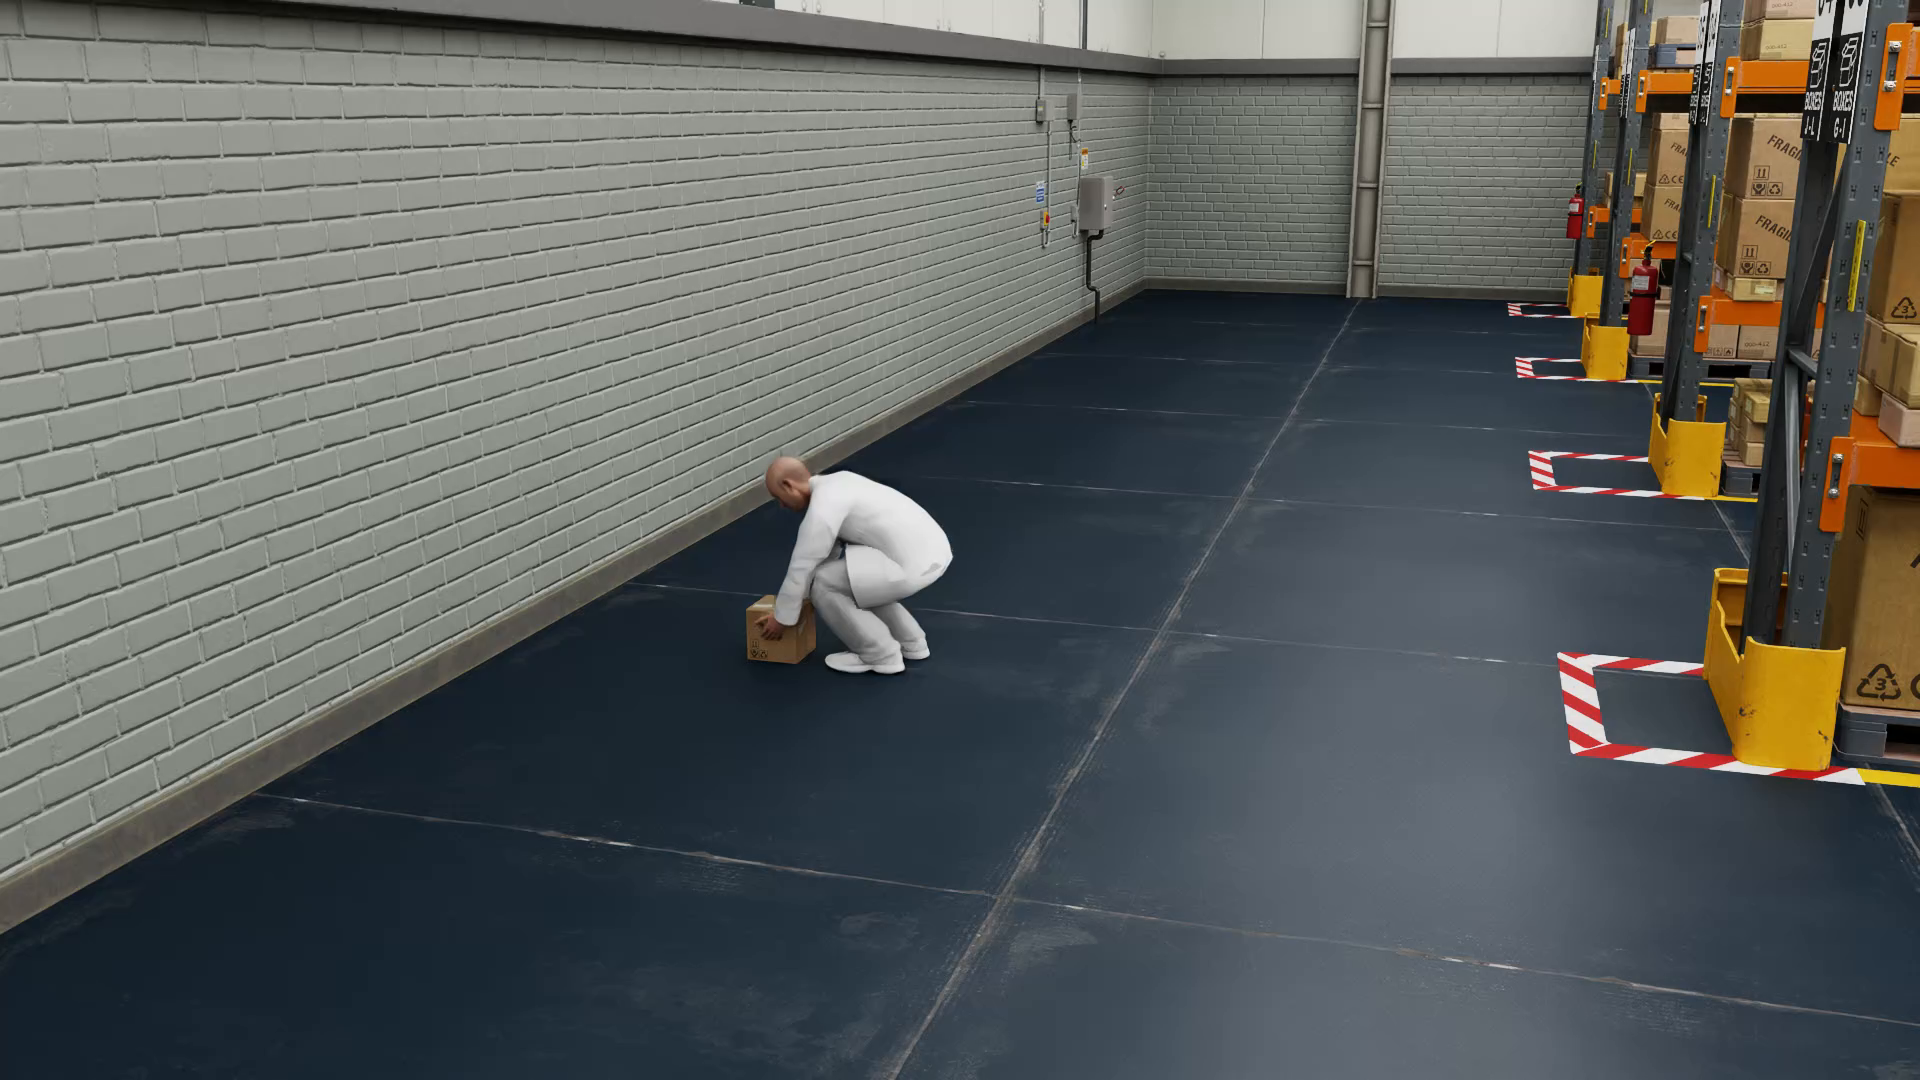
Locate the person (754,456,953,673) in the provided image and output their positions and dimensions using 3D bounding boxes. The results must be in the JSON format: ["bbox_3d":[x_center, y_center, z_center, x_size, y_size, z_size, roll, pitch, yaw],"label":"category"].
[{"bbox_3d":[-0.487,0.103,7.714,0.902,0.983,0.610,4,15,16],"label":"person"}]
